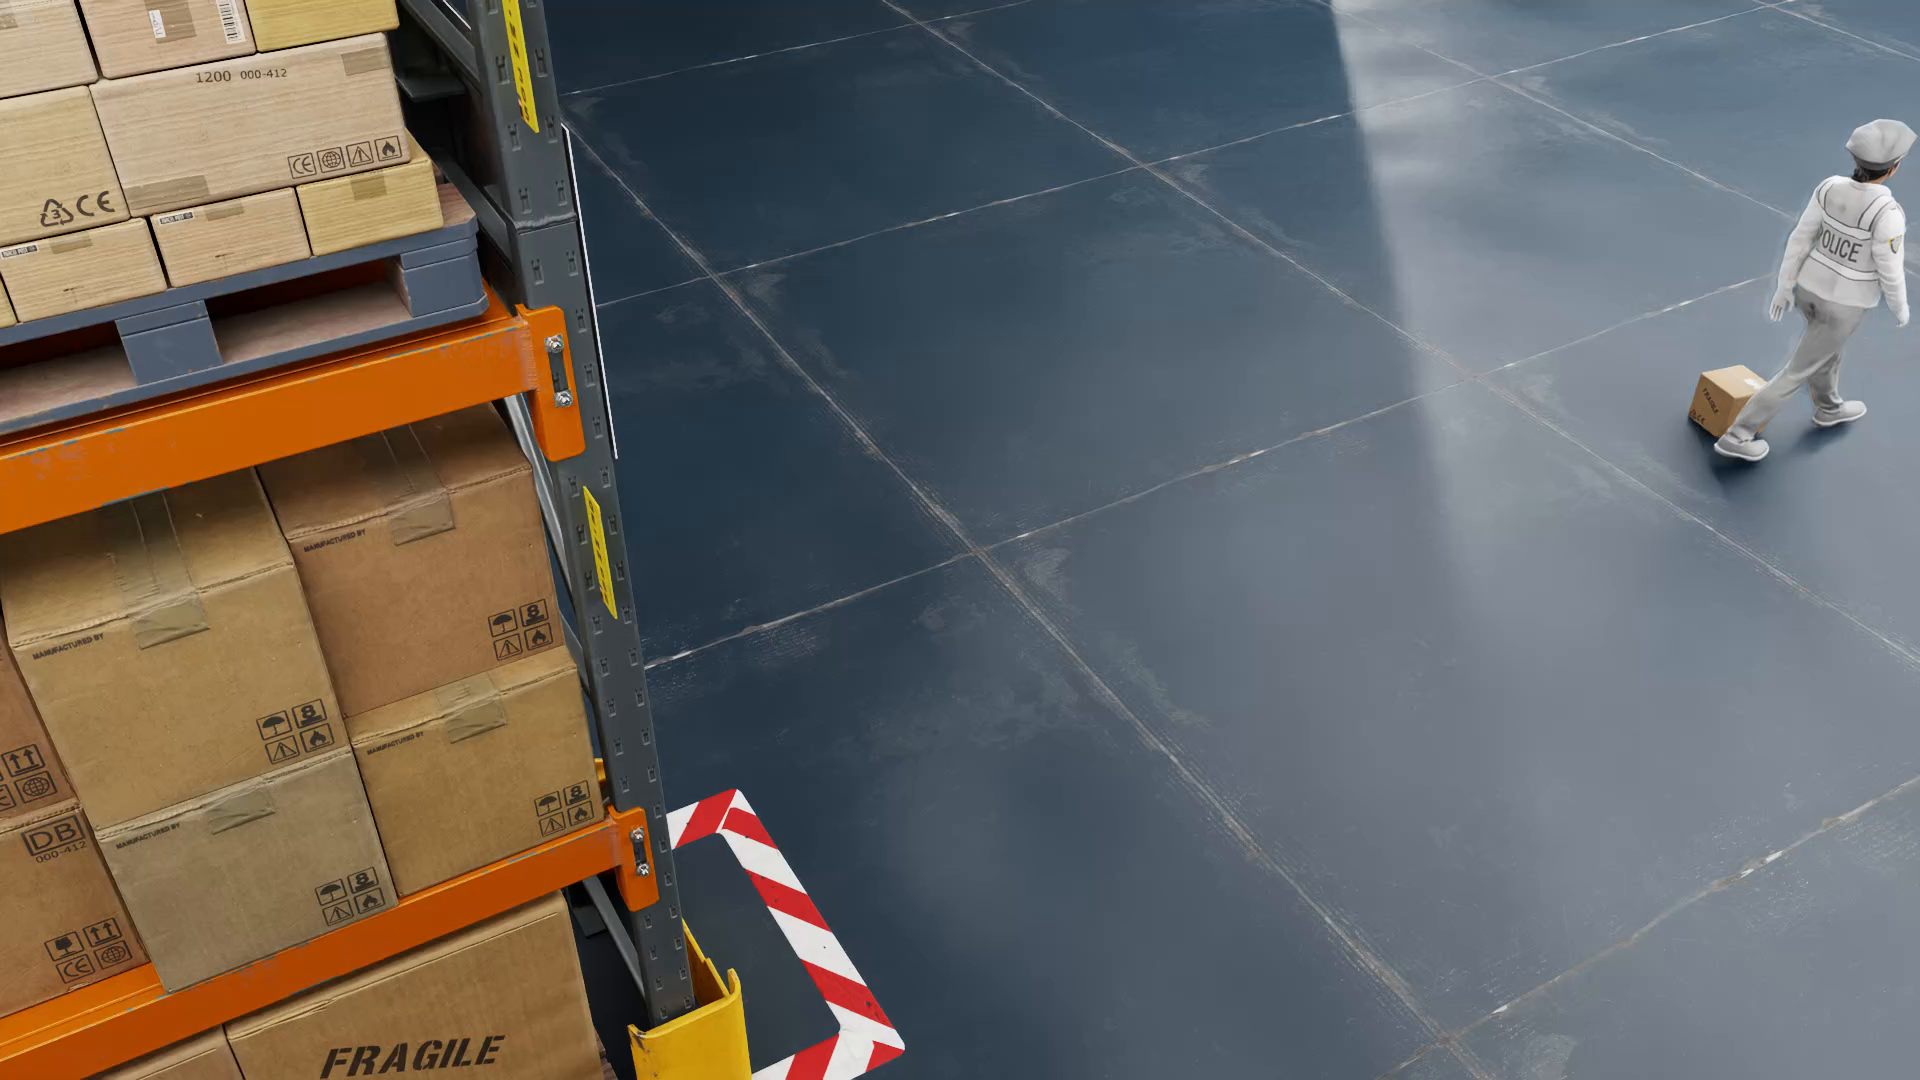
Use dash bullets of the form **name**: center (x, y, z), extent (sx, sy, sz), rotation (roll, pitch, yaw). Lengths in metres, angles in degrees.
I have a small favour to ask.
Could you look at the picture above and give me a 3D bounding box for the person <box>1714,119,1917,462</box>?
- **person**: center (4.058, -1.136, 7.616), extent (0.983, 1.634, 0.492), rotation (-11, 38, -14)
